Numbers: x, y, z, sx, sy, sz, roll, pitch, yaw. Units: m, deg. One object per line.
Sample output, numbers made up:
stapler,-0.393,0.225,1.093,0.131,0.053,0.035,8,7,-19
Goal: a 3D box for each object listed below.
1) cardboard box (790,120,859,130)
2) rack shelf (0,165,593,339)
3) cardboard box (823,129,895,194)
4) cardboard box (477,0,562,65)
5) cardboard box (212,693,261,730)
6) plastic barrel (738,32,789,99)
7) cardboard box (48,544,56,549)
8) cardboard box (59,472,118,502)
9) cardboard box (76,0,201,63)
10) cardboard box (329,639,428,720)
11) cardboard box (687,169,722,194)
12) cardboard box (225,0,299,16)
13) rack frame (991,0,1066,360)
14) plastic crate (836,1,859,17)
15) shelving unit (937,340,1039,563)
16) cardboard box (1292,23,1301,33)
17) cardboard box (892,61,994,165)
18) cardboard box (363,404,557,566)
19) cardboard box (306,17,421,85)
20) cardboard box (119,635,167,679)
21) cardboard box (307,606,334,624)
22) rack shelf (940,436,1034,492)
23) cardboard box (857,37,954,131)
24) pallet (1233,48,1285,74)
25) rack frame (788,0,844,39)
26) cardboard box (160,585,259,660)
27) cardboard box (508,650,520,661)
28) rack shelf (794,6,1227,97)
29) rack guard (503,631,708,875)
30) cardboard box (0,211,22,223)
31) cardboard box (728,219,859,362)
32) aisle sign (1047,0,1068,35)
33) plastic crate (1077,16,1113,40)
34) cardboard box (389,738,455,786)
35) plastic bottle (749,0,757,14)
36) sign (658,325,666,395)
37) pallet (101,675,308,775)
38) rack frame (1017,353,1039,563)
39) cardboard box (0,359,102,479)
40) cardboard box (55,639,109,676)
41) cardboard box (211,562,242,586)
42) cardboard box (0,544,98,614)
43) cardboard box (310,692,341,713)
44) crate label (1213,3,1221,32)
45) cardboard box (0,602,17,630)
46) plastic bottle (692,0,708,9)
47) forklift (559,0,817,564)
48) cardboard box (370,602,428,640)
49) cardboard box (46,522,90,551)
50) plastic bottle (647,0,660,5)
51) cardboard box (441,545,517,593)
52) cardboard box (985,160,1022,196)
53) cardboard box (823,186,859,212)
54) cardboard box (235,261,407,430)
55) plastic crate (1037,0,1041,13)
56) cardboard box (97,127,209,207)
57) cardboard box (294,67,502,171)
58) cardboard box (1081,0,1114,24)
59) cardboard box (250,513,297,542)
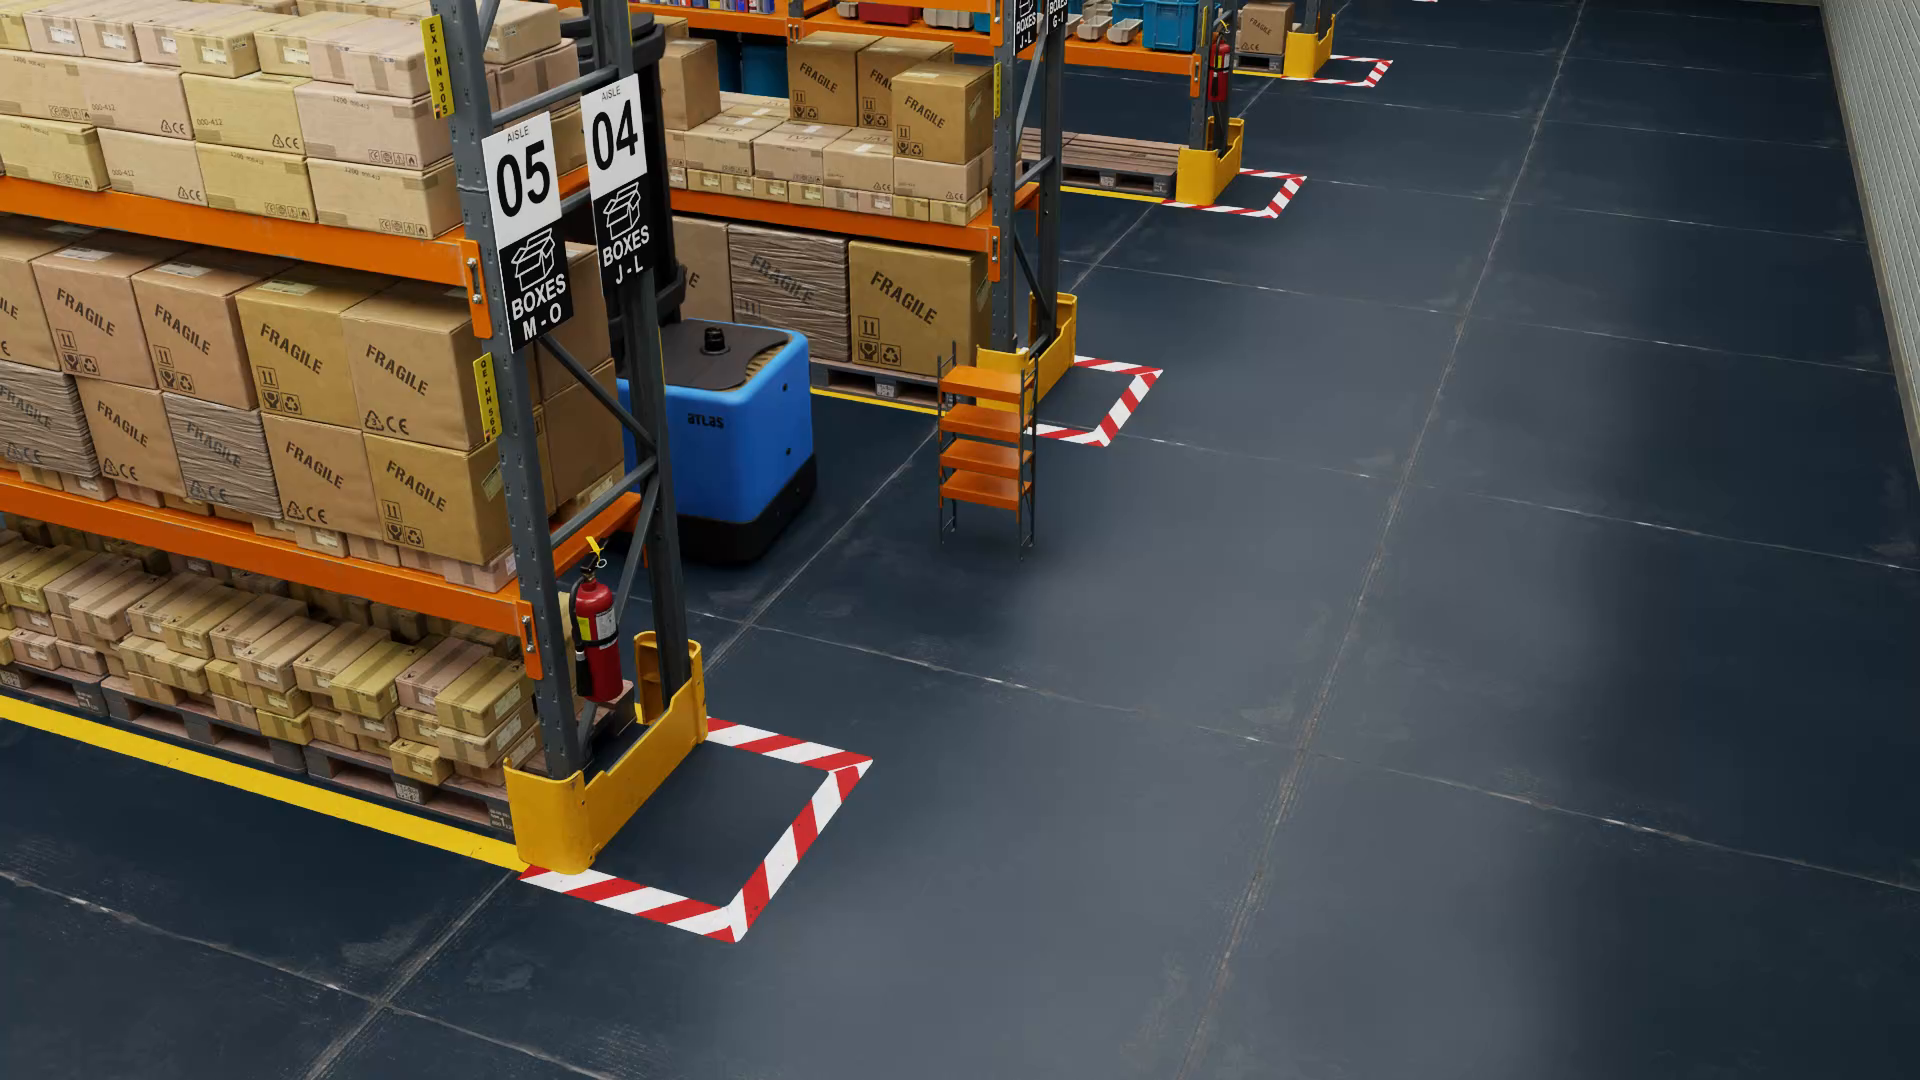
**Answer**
cardboard box,-0.845,-2.838,11.573,0.500,0.250,0.500,10,31,17
rack shelf,-3.365,-1.494,7.027,4.000,0.370,1.077,11,31,19
cardboard box,-0.572,-2.501,10.977,0.500,0.250,0.500,11,31,18
cardboard box,-1.726,-1.927,6.301,0.250,0.149,0.380,11,31,19
cardboard box,-3.306,0.717,7.903,0.250,0.149,0.380,12,32,20
plastic barrel,-1.895,-4.750,16.811,0.708,0.901,0.600,11,31,19
cardboard box,-4.807,-0.029,8.921,0.250,0.149,0.380,12,32,20
cardboard box,-3.840,-0.339,7.556,0.250,0.149,0.380,13,32,21
cardboard box,-3.105,-1.942,6.328,0.250,0.149,0.380,12,32,20
cardboard box,-2.597,0.623,7.465,0.250,0.149,0.380,11,31,18
cardboard box,-1.666,-2.511,11.399,0.250,0.149,0.380,10,31,18
cardboard box,-2.683,-2.110,6.626,0.250,0.149,0.380,12,32,21
rack frame,0.447,-2.374,10.902,0.127,3.000,1.000,11,31,19
plastic crate,-1.020,-5.132,15.989,0.243,0.136,0.396,11,31,19
shelving unit,0.153,-0.492,9.401,0.503,1.200,0.258,11,31,19
cardboard box,3.916,-6.075,19.899,0.250,0.149,0.380,11,31,19
cardboard box,-0.104,-2.735,10.628,0.500,0.500,0.500,12,32,20
cardboard box,-2.025,-0.270,6.775,0.500,0.500,0.500,12,32,20
cardboard box,-2.130,-1.771,6.026,0.250,0.149,0.380,12,32,20
cardboard box,-3.790,0.493,7.997,0.250,0.149,0.380,11,31,19
cardboard box,-3.139,0.368,8.218,0.250,0.149,0.380,13,32,22
rack shelf,0.153,-0.433,9.434,0.480,0.148,0.258,11,31,19
cardboard box,-0.360,-3.069,11.220,0.500,0.500,0.500,11,31,18
pallet,3.365,-5.837,19.863,1.213,0.211,1.003,11,31,19
rack frame,-1.398,-5.372,16.207,0.127,3.000,1.000,11,31,19
cardboard box,-3.539,0.387,7.883,0.250,0.149,0.380,11,31,19
cardboard box,-2.133,0.507,7.972,0.250,0.149,0.380,11,31,19
rack shelf,0.455,-4.689,15.729,4.000,0.370,1.077,11,31,19
rack guard,-1.582,0.943,7.574,0.348,0.500,1.175,11,31,19
cardboard box,-4.406,-1.196,7.398,0.500,0.500,0.500,10,31,18
cardboard box,-1.020,-1.882,11.764,0.875,0.875,0.875,11,31,19
aisle sign,0.626,-3.629,10.481,0.004,0.787,0.394,11,31,19
plastic crate,1.222,-4.672,15.175,0.243,0.136,0.396,11,31,19
cardboard box,-2.354,0.923,7.538,0.250,0.149,0.380,12,32,21
plastic bottle,-2.002,-5.220,16.140,0.097,0.201,0.097,0,29,0
sign,-1.308,-0.756,7.159,0.005,0.325,0.100,11,31,19
pallet,-3.448,0.676,8.340,1.213,0.211,1.003,11,31,19
rack frame,0.379,-0.447,9.321,0.015,1.200,0.240,11,31,19
cardboard box,-3.940,-0.640,7.430,0.500,0.500,0.500,11,31,18
cardboard box,-4.251,0.497,8.293,0.250,0.149,0.380,11,31,18
cardboard box,-3.555,0.083,8.421,0.250,0.149,0.380,10,31,17
cardboard box,-4.491,0.189,8.234,0.250,0.149,0.380,11,31,18
cardboard box,-2.801,0.638,7.741,0.250,0.149,0.380,11,31,19
crate label,2.204,-4.781,15.270,0.303,0.233,0.416,11,31,19
cardboard box,-4.735,0.276,8.381,0.250,0.149,0.380,12,31,19
plastic bottle,-2.544,-5.406,16.316,0.185,0.351,0.144,11,31,19
forklift,-2.448,-1.555,9.522,3.031,2.935,1.130,9,31,15
cardboard box,-2.617,0.307,8.025,0.250,0.149,0.380,10,31,17
cardboard box,-4.539,-0.096,8.737,0.250,0.149,0.380,12,32,20
plastic bottle,-3.030,-5.473,16.510,0.135,0.276,0.152,11,31,19
cardboard box,-1.920,0.047,6.874,0.250,0.149,0.380,11,31,19
cardboard box,0.242,-2.481,11.346,0.250,0.149,0.380,12,32,20
cardboard box,-0.713,-2.322,11.064,0.250,0.149,0.380,12,32,20
cardboard box,-2.499,-0.805,6.705,0.500,0.500,0.500,10,31,17
plastic crate,0.706,-5.081,15.799,0.300,0.233,0.416,11,31,19
cardboard box,-2.963,-1.524,6.502,0.500,0.250,0.500,13,32,21
cardboard box,-2.034,-1.559,6.055,0.500,0.250,0.500,10,31,18
cardboard box,1.798,-6.536,20.551,0.500,0.311,0.500,11,31,19
cardboard box,-2.853,-0.155,7.231,0.250,0.149,0.380,10,31,17
